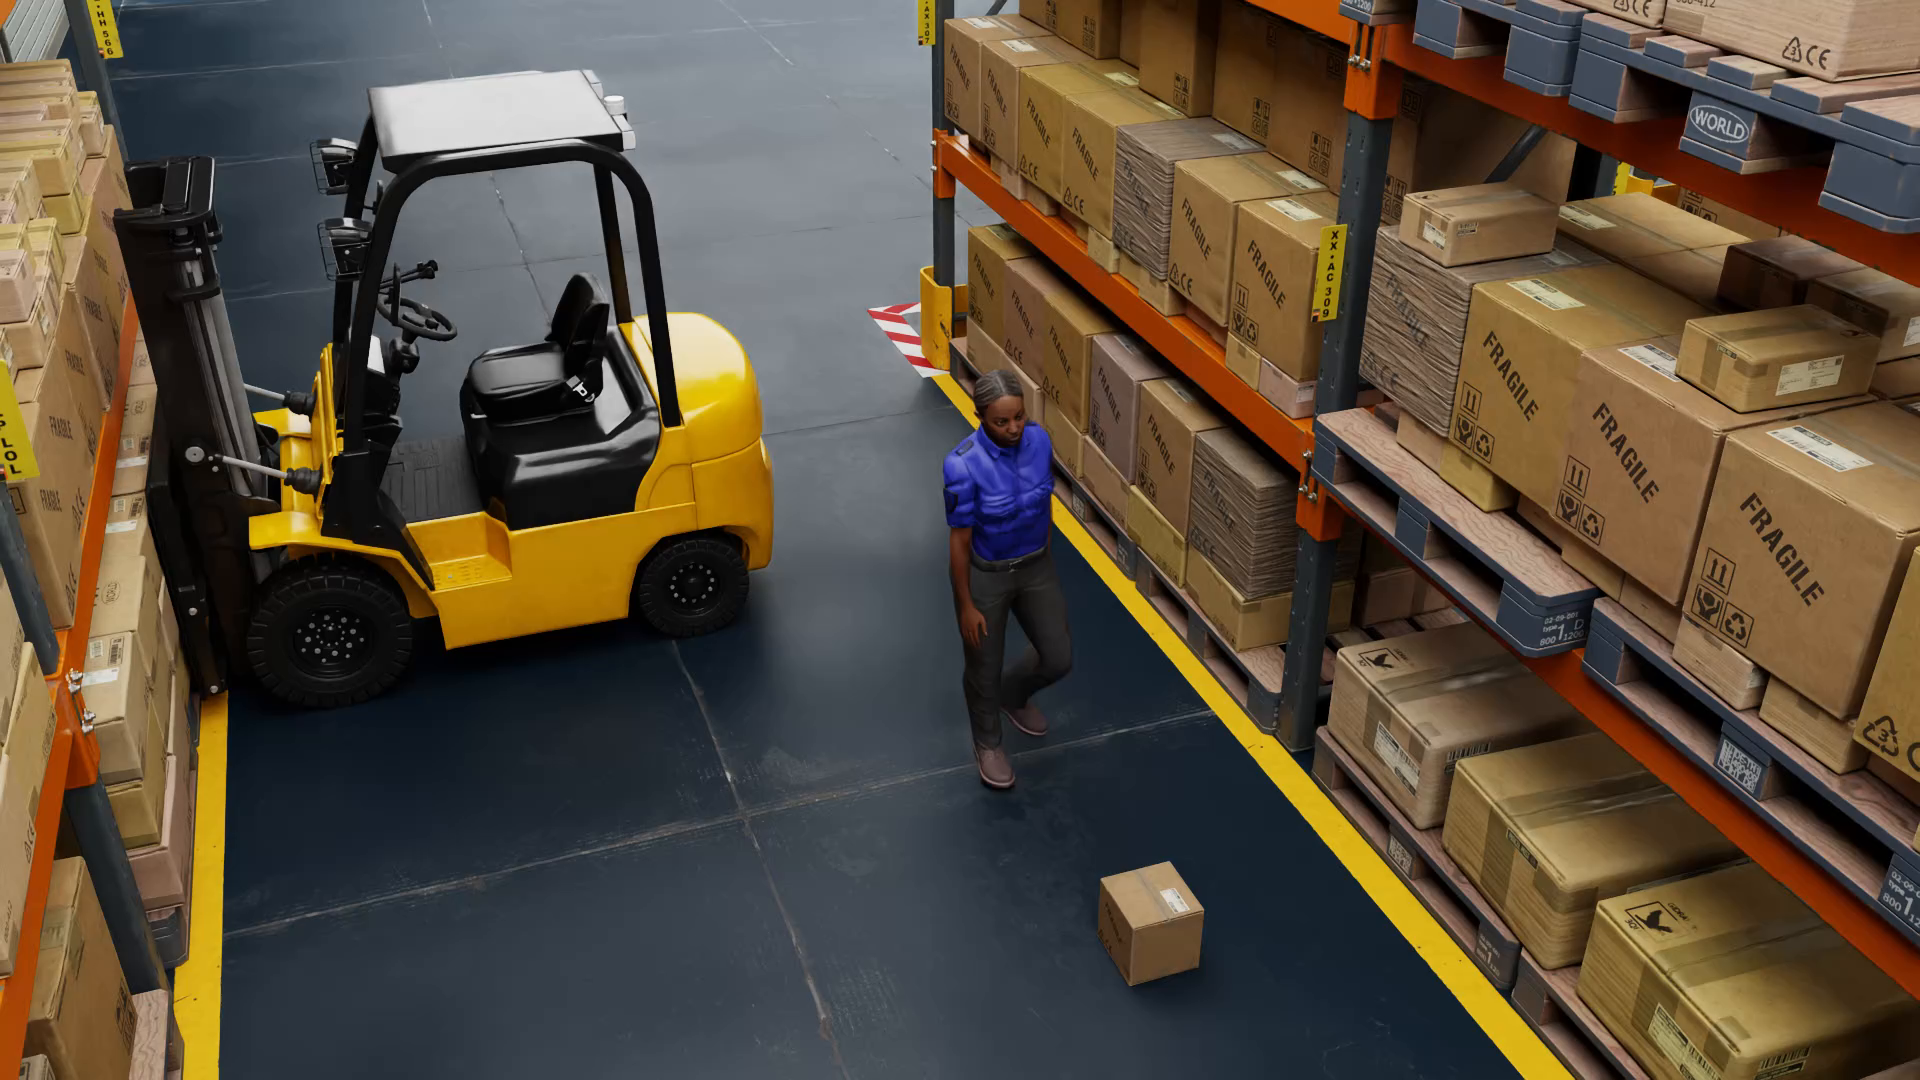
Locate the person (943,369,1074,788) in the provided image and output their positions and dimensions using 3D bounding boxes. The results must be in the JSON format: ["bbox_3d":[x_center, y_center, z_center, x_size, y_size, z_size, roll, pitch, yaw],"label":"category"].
[{"bbox_3d":[0.143,0.112,5.898,0.500,1.649,0.436,-15,33,-24],"label":"person"}]
